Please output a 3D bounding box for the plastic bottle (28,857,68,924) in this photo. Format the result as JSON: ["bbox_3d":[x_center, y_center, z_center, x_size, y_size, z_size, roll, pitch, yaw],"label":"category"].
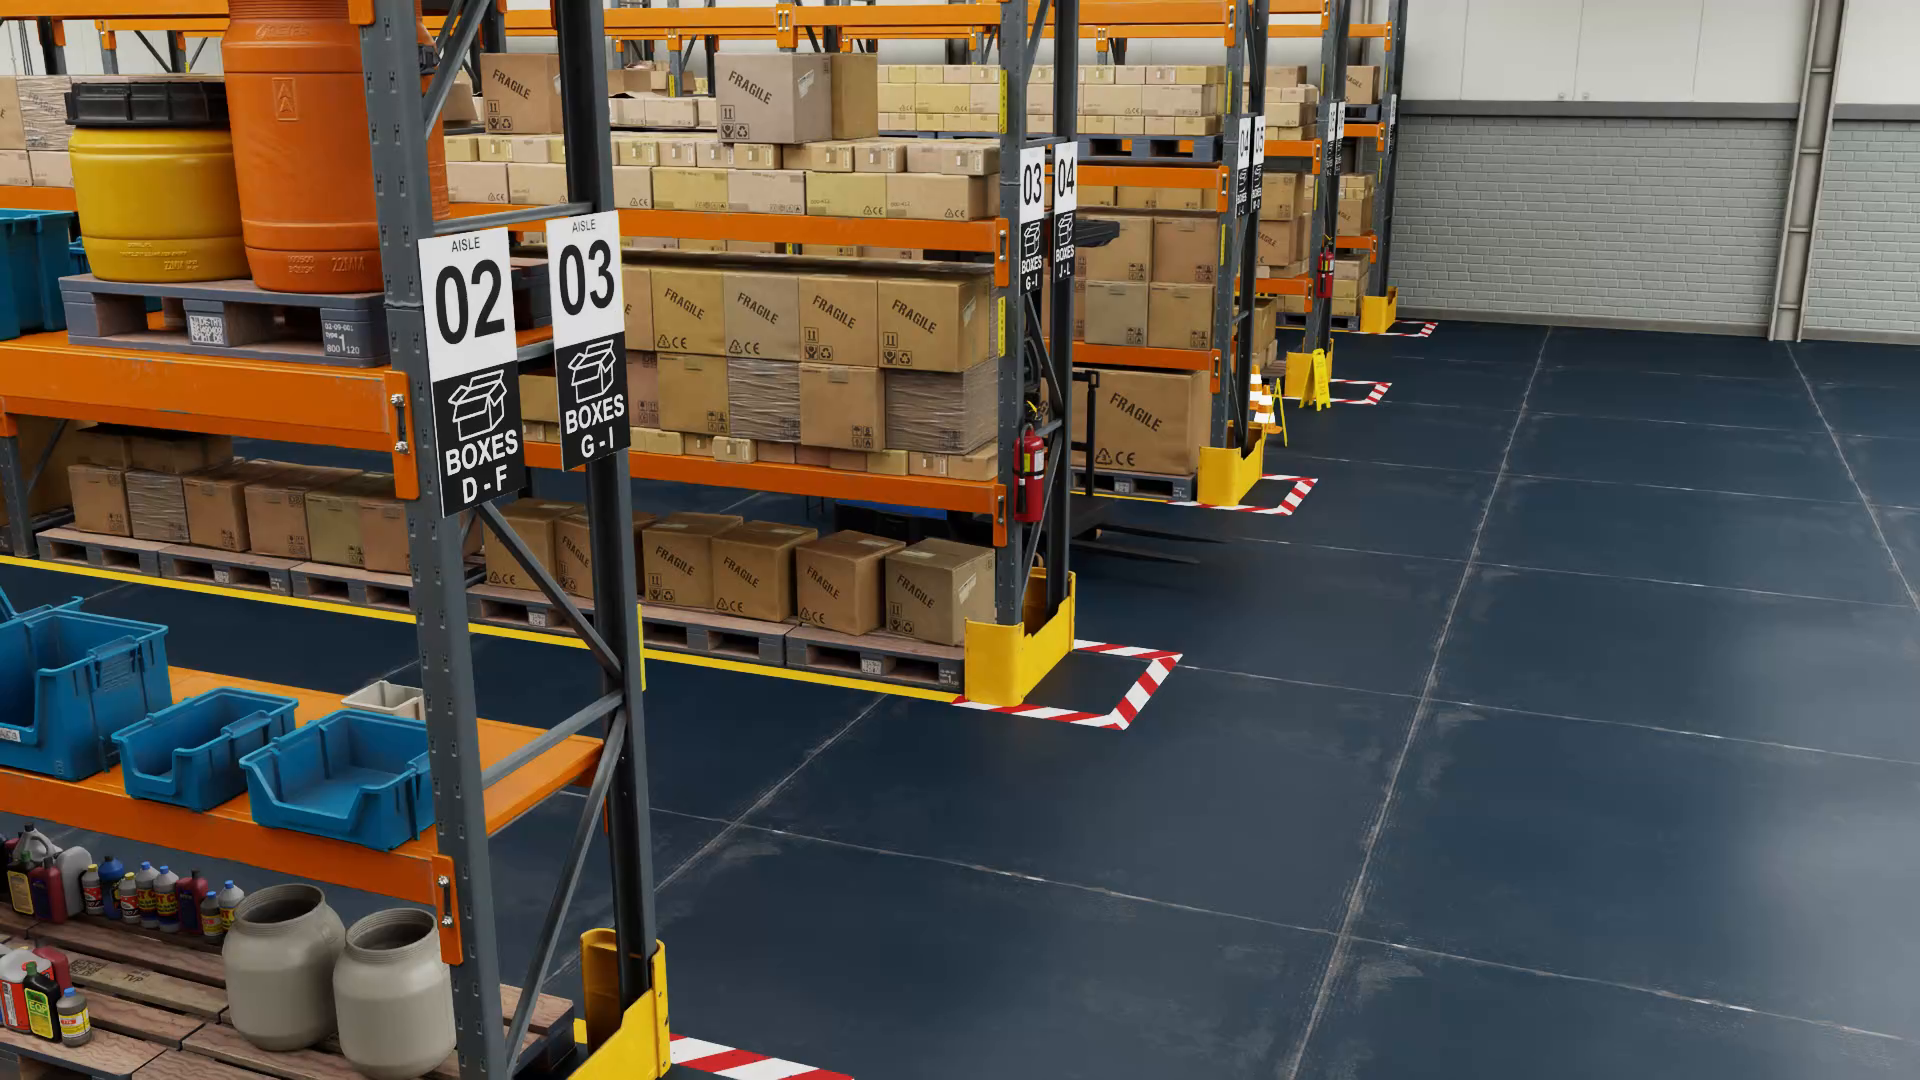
[{"bbox_3d":[-3.790,1.445,6.899,0.133,0.283,0.061,6,17,21],"label":"plastic bottle"}]

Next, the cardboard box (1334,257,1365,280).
[{"bbox_3d":[5.364,-3.798,23.262,0.500,0.250,0.500,7,18,22],"label":"cardboard box"}]

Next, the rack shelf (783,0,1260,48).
[{"bbox_3d":[0.507,-4.437,14.324,4.000,0.370,1.077,6,17,21],"label":"rack shelf"}]

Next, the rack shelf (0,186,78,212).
[{"bbox_3d":[-5.128,-2.322,11.701,4.000,0.370,1.077,6,17,21],"label":"rack shelf"}]

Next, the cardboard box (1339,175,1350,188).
[{"bbox_3d":[5.256,-4.972,23.045,0.250,0.149,0.380,6,17,21],"label":"cardboard box"}]

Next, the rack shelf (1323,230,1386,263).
[{"bbox_3d":[4.047,-4.330,23.998,4.000,0.370,1.077,6,17,21],"label":"rack shelf"}]

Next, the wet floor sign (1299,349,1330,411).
[{"bbox_3d":[3.874,-1.755,18.063,0.232,0.644,0.267,14,21,40],"label":"wet floor sign"}]

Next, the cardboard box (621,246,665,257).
[{"bbox_3d":[-2.283,-1.668,11.031,0.500,0.500,0.500,6,17,21],"label":"cardboard box"}]

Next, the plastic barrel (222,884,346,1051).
[{"bbox_3d":[-2.471,1.566,6.108,0.421,0.512,0.421,0,16,0],"label":"plastic barrel"}]

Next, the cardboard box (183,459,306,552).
[{"bbox_3d":[-5.308,-0.269,12.415,0.500,0.500,0.700,8,18,25],"label":"cardboard box"}]

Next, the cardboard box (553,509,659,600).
[{"bbox_3d":[-2.375,0.085,11.232,0.500,0.500,0.500,13,21,38],"label":"cardboard box"}]

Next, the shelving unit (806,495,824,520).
[{"bbox_3d":[-0.996,-0.741,13.574,0.503,1.200,0.258,9,19,29],"label":"shelving unit"}]

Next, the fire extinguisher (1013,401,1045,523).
[{"bbox_3d":[0.391,-0.444,9.463,0.183,0.674,0.296,6,17,21],"label":"fire extinguisher"}]

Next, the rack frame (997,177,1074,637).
[{"bbox_3d":[0.453,-0.613,9.904,0.127,3.000,1.000,6,17,21],"label":"rack frame"}]

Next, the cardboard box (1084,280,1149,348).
[{"bbox_3d":[1.486,-2.038,14.544,0.550,0.550,0.875,6,17,21],"label":"cardboard box"}]

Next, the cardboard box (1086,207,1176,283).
[{"bbox_3d":[1.491,-2.560,14.405,0.550,0.550,0.875,6,17,21],"label":"cardboard box"}]

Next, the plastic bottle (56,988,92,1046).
[{"bbox_3d":[-3.233,1.730,6.064,0.097,0.201,0.097,0,16,0],"label":"plastic bottle"}]

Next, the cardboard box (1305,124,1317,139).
[{"bbox_3d":[3.900,-4.621,18.781,0.250,0.149,0.380,6,17,21],"label":"cardboard box"}]

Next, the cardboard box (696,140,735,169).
[{"bbox_3d":[-1.365,-2.295,9.874,0.250,0.149,0.380,5,17,18],"label":"cardboard box"}]

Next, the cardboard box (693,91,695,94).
[{"bbox_3d":[-4.173,-7.030,26.148,0.250,0.149,0.380,6,17,20],"label":"cardboard box"}]

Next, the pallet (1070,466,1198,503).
[{"bbox_3d":[1.595,-0.611,14.901,1.213,0.211,1.003,6,17,21],"label":"pallet"}]

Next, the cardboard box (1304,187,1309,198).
[{"bbox_3d":[4.788,-4.882,23.268,0.250,0.149,0.380,6,17,20],"label":"cardboard box"}]

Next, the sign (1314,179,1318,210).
[{"bbox_3d":[3.867,-3.749,18.063,0.005,0.325,0.100,6,17,21],"label":"sign"}]

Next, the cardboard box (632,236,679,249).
[{"bbox_3d":[-2.767,-2.979,16.084,0.500,0.500,0.700,6,17,21],"label":"cardboard box"}]

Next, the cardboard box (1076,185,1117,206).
[{"bbox_3d":[1.622,-4.046,19.223,0.500,0.500,0.700,6,17,19],"label":"cardboard box"}]

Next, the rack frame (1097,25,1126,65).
[{"bbox_3d":[2.186,-7.761,23.766,0.127,3.000,1.000,6,17,21],"label":"rack frame"}]

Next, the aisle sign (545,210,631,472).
[{"bbox_3d":[-1.190,-0.645,5.353,0.004,0.787,0.394,6,17,21],"label":"aisle sign"}]

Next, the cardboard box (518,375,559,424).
[{"bbox_3d":[-2.420,-1.091,10.837,0.500,0.500,0.875,6,17,21],"label":"cardboard box"}]

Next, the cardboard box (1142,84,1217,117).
[{"bbox_3d":[1.809,-3.628,13.711,0.500,0.250,0.500,7,17,21],"label":"cardboard box"}]

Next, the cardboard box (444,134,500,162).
[{"bbox_3d":[-3.078,-2.469,10.471,0.250,0.149,0.380,6,17,19],"label":"cardboard box"}]

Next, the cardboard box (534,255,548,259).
[{"bbox_3d":[-2.477,-1.530,10.559,0.500,0.500,0.500,6,17,21],"label":"cardboard box"}]

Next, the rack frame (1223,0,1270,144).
[{"bbox_3d":[2.367,-4.770,13.463,0.127,3.000,1.000,6,17,21],"label":"rack frame"}]

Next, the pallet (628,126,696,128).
[{"bbox_3d":[-3.971,-5.403,21.364,1.003,0.211,1.213,7,18,23],"label":"pallet"}]

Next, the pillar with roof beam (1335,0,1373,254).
[{"bbox_3d":[4.011,-6.540,19.562,0.400,9.000,9.100,6,17,21],"label":"pillar with roof beam"}]

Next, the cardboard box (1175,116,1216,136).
[{"bbox_3d":[1.934,-3.405,13.659,0.250,0.149,0.380,6,17,21],"label":"cardboard box"}]

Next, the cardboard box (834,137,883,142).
[{"bbox_3d":[-0.656,-2.379,10.161,0.250,0.149,0.380,6,17,20],"label":"cardboard box"}]

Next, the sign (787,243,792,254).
[{"bbox_3d":[-1.544,-2.674,15.071,0.005,0.325,0.100,6,17,21],"label":"sign"}]

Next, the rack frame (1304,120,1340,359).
[{"bbox_3d":[4.089,-3.183,18.758,0.127,3.000,1.000,6,17,21],"label":"rack frame"}]

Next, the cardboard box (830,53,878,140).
[{"bbox_3d":[-0.829,-2.706,10.125,0.500,0.500,0.500,6,17,20],"label":"cardboard box"}]

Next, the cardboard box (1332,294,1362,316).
[{"bbox_3d":[5.354,-3.318,23.401,0.500,0.250,0.500,6,17,21],"label":"cardboard box"}]

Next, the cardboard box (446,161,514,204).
[{"bbox_3d":[-2.943,-2.278,10.529,0.500,0.250,0.500,6,17,18],"label":"cardboard box"}]

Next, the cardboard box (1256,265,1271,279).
[{"bbox_3d":[3.387,-3.042,18.724,0.250,0.149,0.380,6,17,20],"label":"cardboard box"}]

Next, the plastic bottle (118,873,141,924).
[{"bbox_3d":[-3.440,1.483,6.917,0.097,0.201,0.097,0,16,0],"label":"plastic bottle"}]

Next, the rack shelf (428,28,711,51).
[{"bbox_3d":[-5.213,-6.549,21.601,4.000,0.370,1.077,6,17,21],"label":"rack shelf"}]

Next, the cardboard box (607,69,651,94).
[{"bbox_3d":[-3.355,-4.340,16.252,0.500,0.500,0.500,6,17,21],"label":"cardboard box"}]

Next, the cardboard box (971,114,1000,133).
[{"bbox_3d":[0.275,-3.587,14.286,0.250,0.149,0.380,7,17,21],"label":"cardboard box"}]

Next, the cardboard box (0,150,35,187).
[{"bbox_3d":[-6.645,-2.686,11.933,0.500,0.250,0.500,7,17,22],"label":"cardboard box"}]

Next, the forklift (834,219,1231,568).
[{"bbox_3d":[0.539,-1.321,12.466,3.031,2.935,1.130,9,19,29],"label":"forklift"}]

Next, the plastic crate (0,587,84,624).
[{"bbox_3d":[-3.956,0.377,6.762,0.616,0.251,0.499,6,17,21],"label":"plastic crate"}]

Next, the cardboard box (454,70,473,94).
[{"bbox_3d":[-6.360,-5.935,21.926,0.500,0.500,0.500,6,17,20],"label":"cardboard box"}]

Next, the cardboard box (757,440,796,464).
[{"bbox_3d":[-1.056,-0.591,10.281,0.250,0.149,0.380,6,17,21],"label":"cardboard box"}]

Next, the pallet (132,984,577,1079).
[{"bbox_3d":[-2.206,1.931,6.144,1.213,0.211,1.003,6,17,21],"label":"pallet"}]
